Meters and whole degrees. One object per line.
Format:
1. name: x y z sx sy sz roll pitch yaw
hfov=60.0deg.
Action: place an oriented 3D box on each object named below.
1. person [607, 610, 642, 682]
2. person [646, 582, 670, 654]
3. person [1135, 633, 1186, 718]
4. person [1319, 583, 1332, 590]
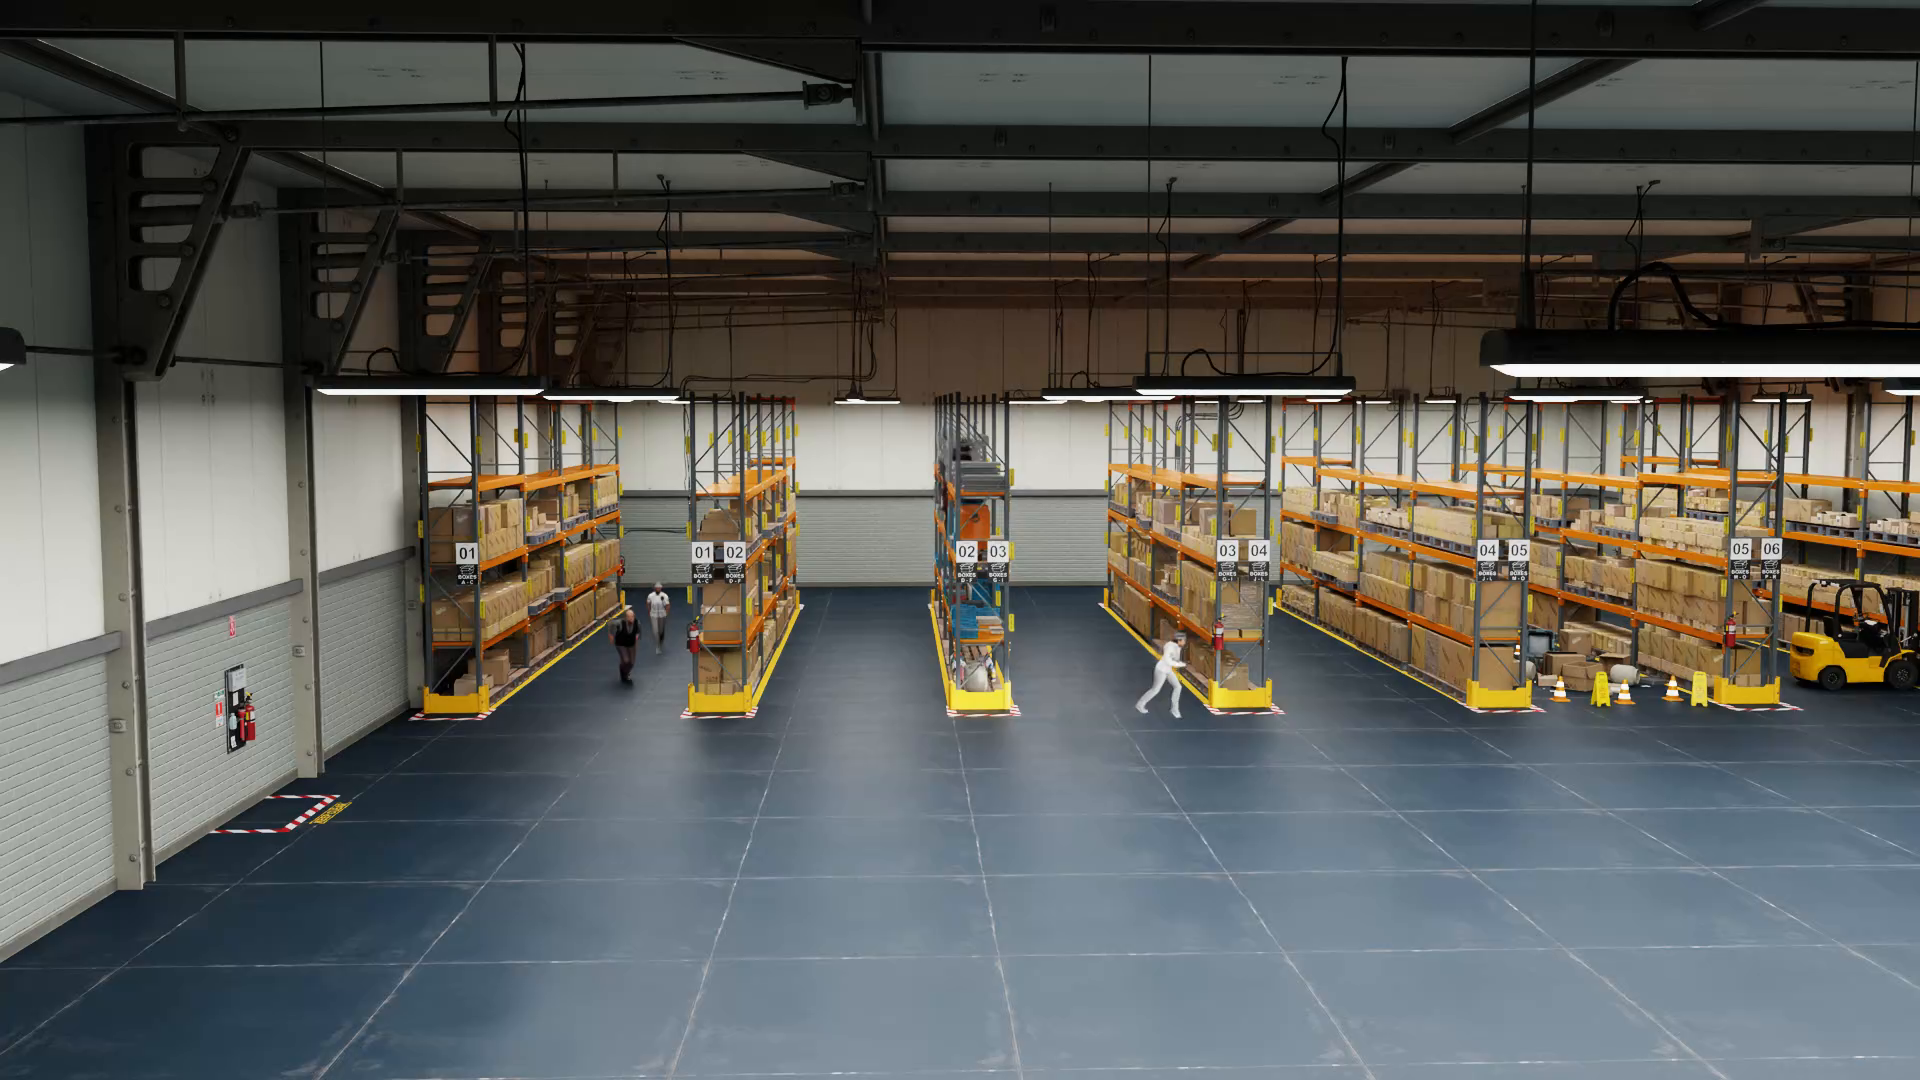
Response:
1. person: -6.912 2.200 34.333 0.684 1.549 0.867 -2 5 -28
2. person: -7.057 1.789 38.880 0.559 1.678 0.813 -1 5 -11
3. person: 3.721 2.501 30.736 0.951 1.622 0.655 2 5 19
4. person: 10.997 0.921 49.995 0.670 1.672 0.577 -2 5 -23
